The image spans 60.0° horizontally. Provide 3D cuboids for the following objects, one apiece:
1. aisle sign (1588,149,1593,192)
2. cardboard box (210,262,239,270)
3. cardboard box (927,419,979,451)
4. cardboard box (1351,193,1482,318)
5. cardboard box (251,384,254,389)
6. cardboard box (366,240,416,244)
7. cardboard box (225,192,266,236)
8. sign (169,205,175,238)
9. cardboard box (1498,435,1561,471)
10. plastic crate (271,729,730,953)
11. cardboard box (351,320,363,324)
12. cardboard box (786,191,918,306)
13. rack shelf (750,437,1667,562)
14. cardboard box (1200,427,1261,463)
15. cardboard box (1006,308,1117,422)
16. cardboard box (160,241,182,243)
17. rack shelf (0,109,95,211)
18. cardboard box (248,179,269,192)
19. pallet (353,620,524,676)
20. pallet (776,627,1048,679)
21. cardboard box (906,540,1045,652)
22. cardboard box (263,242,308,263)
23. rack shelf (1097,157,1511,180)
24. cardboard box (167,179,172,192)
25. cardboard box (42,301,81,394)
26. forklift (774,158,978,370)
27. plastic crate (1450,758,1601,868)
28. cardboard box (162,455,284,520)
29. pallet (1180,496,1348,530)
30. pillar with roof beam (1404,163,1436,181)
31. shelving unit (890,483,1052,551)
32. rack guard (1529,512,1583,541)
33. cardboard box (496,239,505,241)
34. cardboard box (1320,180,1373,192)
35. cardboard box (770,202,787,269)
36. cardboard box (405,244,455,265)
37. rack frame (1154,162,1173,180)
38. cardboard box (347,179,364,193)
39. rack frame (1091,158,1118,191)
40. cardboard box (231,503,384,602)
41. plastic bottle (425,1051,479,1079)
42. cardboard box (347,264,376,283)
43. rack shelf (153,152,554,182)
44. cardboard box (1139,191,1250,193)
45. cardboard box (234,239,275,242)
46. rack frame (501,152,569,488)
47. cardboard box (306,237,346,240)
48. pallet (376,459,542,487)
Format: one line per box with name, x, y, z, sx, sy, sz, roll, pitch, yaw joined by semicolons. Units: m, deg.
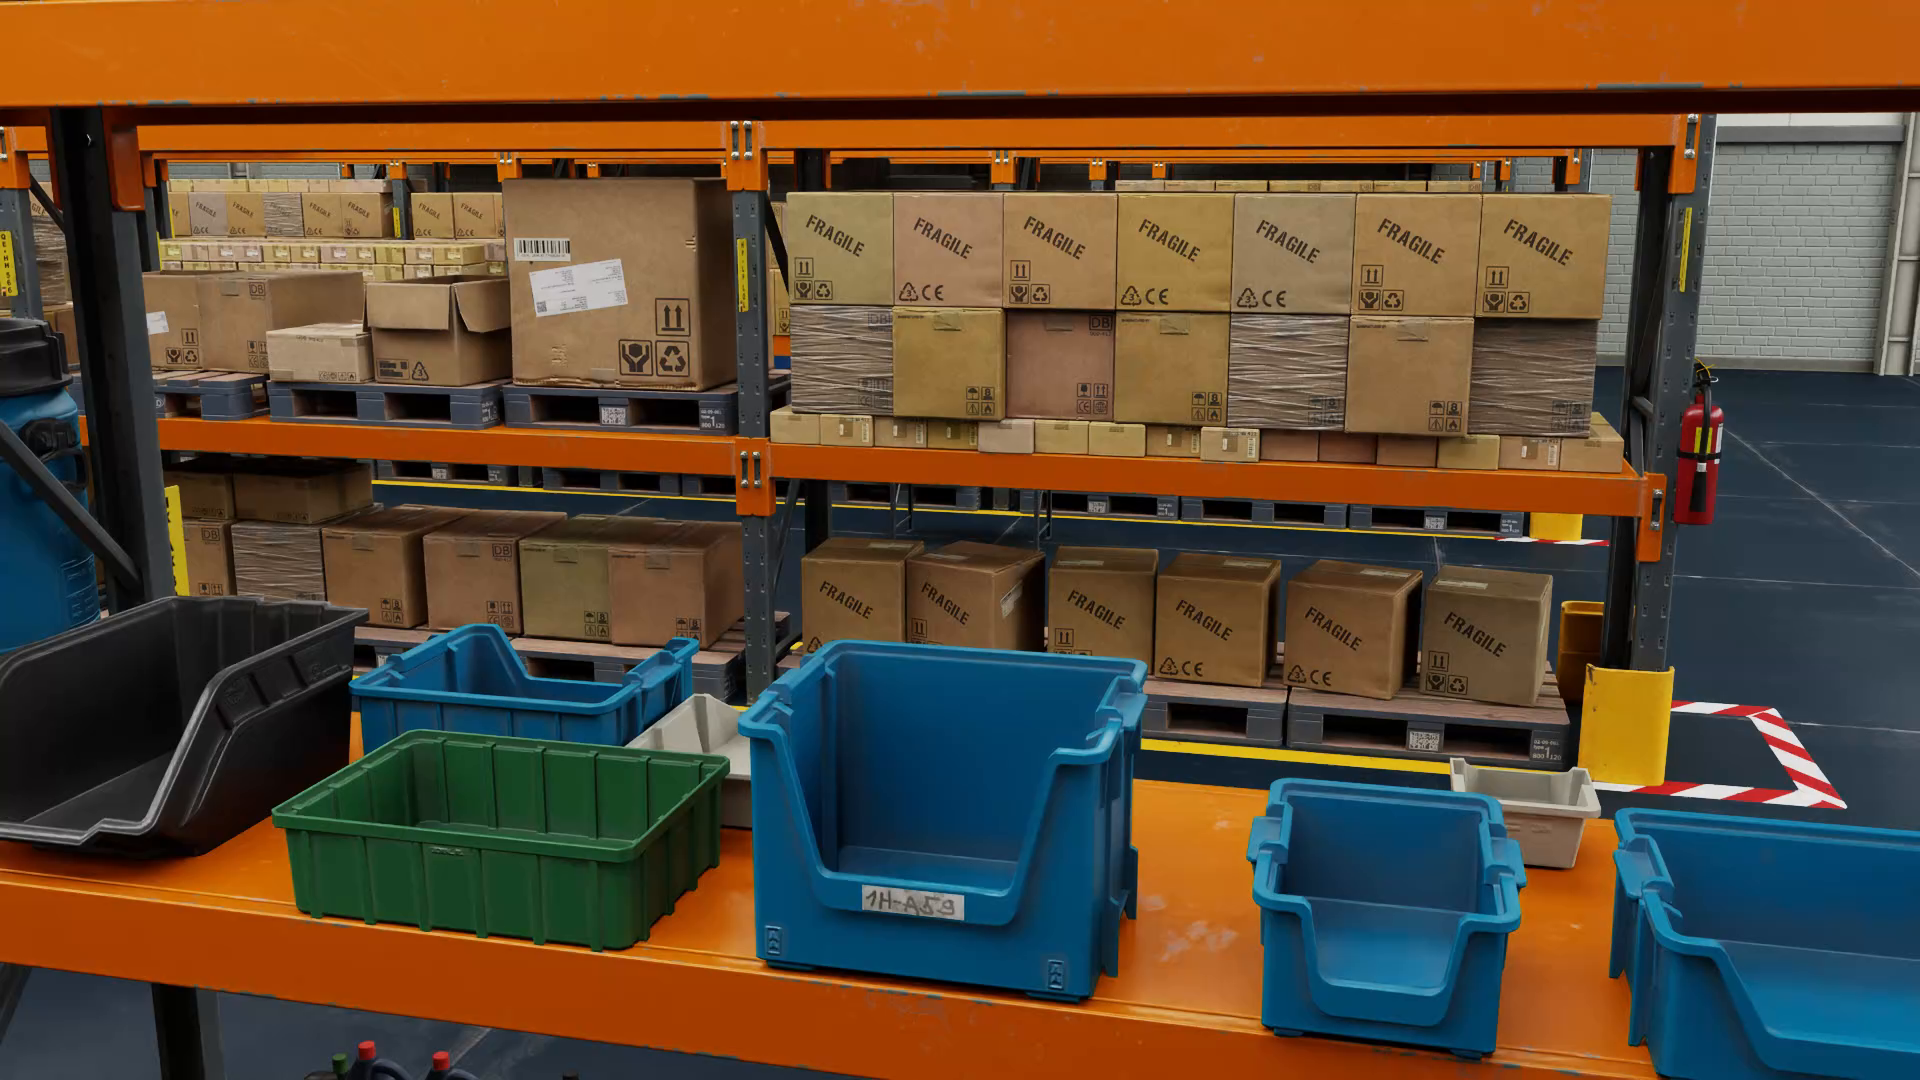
aisle sign;4.310;-2.787;11.367;0.004;0.787;0.394;3;13;14
cardboard box;-6.047;-2.264;13.938;0.250;0.149;0.380;4;13;16
cardboard box;0.014;-0.523;7.747;0.250;0.149;0.380;3;13;14
cardboard box;1.947;-1.230;7.127;0.500;0.500;0.500;3;13;14
cardboard box;-6.165;-1.437;14.355;0.500;0.250;0.500;3;13;15
cardboard box;-4.875;-2.492;14.276;0.250;0.149;0.380;4;13;16
cardboard box;-8.245;-3.837;19.563;0.500;0.500;0.500;3;13;14
sign;-7.208;-2.889;15.158;0.005;0.325;0.100;3;13;14
cardboard box;2.458;-0.408;7.229;0.250;0.149;0.380;3;13;14
plastic crate;-0.793;0.521;2.951;0.662;0.188;0.450;3;13;14
cardboard box;-3.056;-1.071;8.978;0.258;0.266;0.396;3;13;12
cardboard box;-0.481;-1.359;7.710;0.500;0.500;0.500;3;13;14
rack shelf;1.085;-0.299;7.818;4.000;0.370;1.077;3;13;14
cardboard box;1.219;-0.451;7.421;0.250;0.149;0.380;3;13;14
cardboard box;0.552;-0.874;7.829;0.500;0.500;0.875;3;13;14
cardboard box;-6.793;-2.450;14.086;0.250;0.149;0.380;3;13;15
rack shelf;-3.985;-0.930;3.734;4.000;0.370;1.077;3;13;14
cardboard box;-8.093;-4.145;19.455;0.250;0.149;0.380;3;13;14
pallet;-2.801;0.504;8.974;1.213;0.211;1.003;3;13;14
pallet;-0.196;0.635;8.386;1.213;0.211;1.003;3;13;14
cardboard box;0.080;0.318;8.175;0.500;0.500;0.500;8;15;31
cardboard box;-5.547;-2.383;13.784;0.250;0.149;0.380;3;13;15
rack shelf;3.460;-3.847;16.886;4.000;0.370;1.077;3;13;14
cardboard box;-9.358;-4.202;19.709;0.250;0.149;0.380;3;13;15
cardboard box;-5.147;-1.093;9.504;0.500;0.500;0.500;3;13;15
forklift;-0.341;-2.364;15.623;3.031;2.935;1.130;0;13;2
plastic crate;1.048;0.510;3.120;0.250;0.136;0.298;3;13;14
cardboard box;-4.082;-0.294;9.157;0.500;0.250;0.500;4;13;16
pallet;2.338;-0.312;12.652;1.213;0.211;1.003;3;13;14
pillar with roof beam;5.095;-5.924;17.657;0.400;9.000;9.100;3;13;14
shelving unit;0.083;-0.728;11.551;1.048;1.500;0.538;3;13;14
rack guard;4.337;-0.363;12.215;0.348;0.500;1.175;3;13;14
cardboard box;-4.893;-3.289;18.825;0.500;0.250;0.500;3;13;14
cardboard box;3.844;-3.326;16.573;0.500;0.500;0.700;3;13;13
cardboard box;-1.534;-2.432;13.233;0.500;0.500;0.700;3;13;13
cardboard box;-4.283;-2.315;13.479;0.250;0.149;0.380;3;13;13
rack frame;2.703;-3.882;22.306;0.127;3.000;1.000;3;13;14
cardboard box;-6.855;-4.092;19.217;0.250;0.149;0.380;3;13;15
rack frame;1.518;-2.838;17.601;0.127;3.000;1.000;3;13;14
cardboard box;-3.543;0.100;9.111;0.500;0.500;0.700;2;13;9
plastic bottle;-1.163;1.349;3.830;0.185;0.351;0.144;2;13;11
cardboard box;-4.801;-2.197;13.633;0.250;0.149;0.380;3;13;14
rack shelf;-5.395;-3.216;14.042;4.000;0.370;1.077;3;13;14
cardboard box;1.102;-1.392;7.858;0.500;0.500;0.500;3;13;14
cardboard box;-6.134;-2.559;14.579;0.250;0.149;0.380;3;13;13
rack frame;-3.454;-2.000;13.821;0.127;3.000;1.000;3;13;14
cardboard box;-7.262;-3.298;19.442;0.500;0.500;0.500;3;13;12
pallet;-4.212;-0.679;14.307;1.213;0.211;1.003;3;13;14
